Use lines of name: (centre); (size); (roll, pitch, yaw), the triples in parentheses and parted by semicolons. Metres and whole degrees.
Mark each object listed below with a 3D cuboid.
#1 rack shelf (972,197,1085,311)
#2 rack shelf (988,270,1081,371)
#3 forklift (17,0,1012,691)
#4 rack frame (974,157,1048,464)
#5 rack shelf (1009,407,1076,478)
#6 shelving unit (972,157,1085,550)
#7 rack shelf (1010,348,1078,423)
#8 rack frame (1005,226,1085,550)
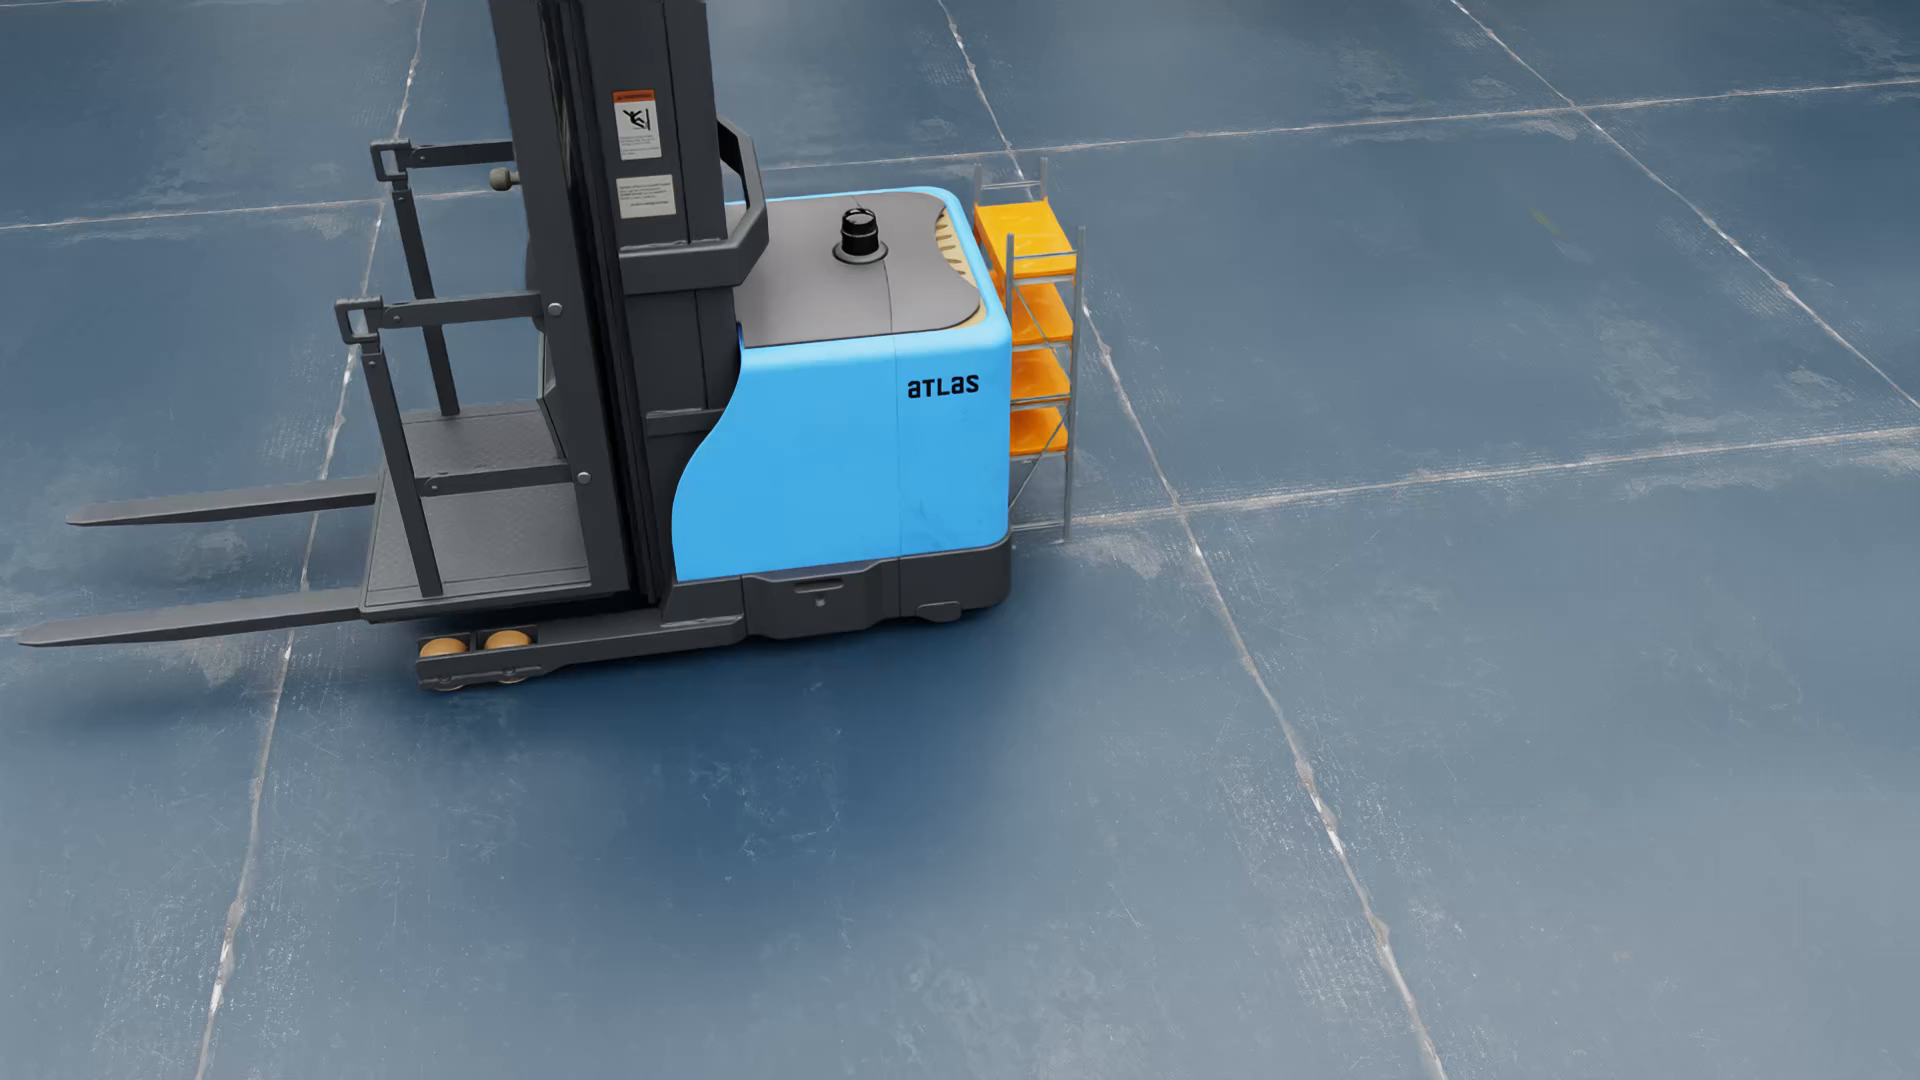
rack shelf: (0.211, -0.912, 5.305); (0.258, 0.148, 0.480); (-7, 38, -9)
rack shelf: (0.211, -0.725, 5.450); (0.258, 0.148, 0.480); (-7, 38, -9)
forklift: (-1.402, -1.042, 4.702); (3.031, 2.935, 1.130); (-6, 38, -8)
rack frame: (0.165, -0.748, 5.735); (0.240, 1.200, 0.015); (-7, 38, -9)
rack shelf: (0.211, -0.391, 5.709); (0.258, 0.148, 0.480); (-7, 38, -9)
shelving unit: (0.211, -0.601, 5.546); (0.258, 1.200, 0.503); (-7, 38, -9)
rack shelf: (0.211, -0.548, 5.587); (0.258, 0.148, 0.480); (-7, 38, -9)
rack frame: (0.258, -0.454, 5.357); (0.240, 1.200, 0.015); (-7, 38, -9)
